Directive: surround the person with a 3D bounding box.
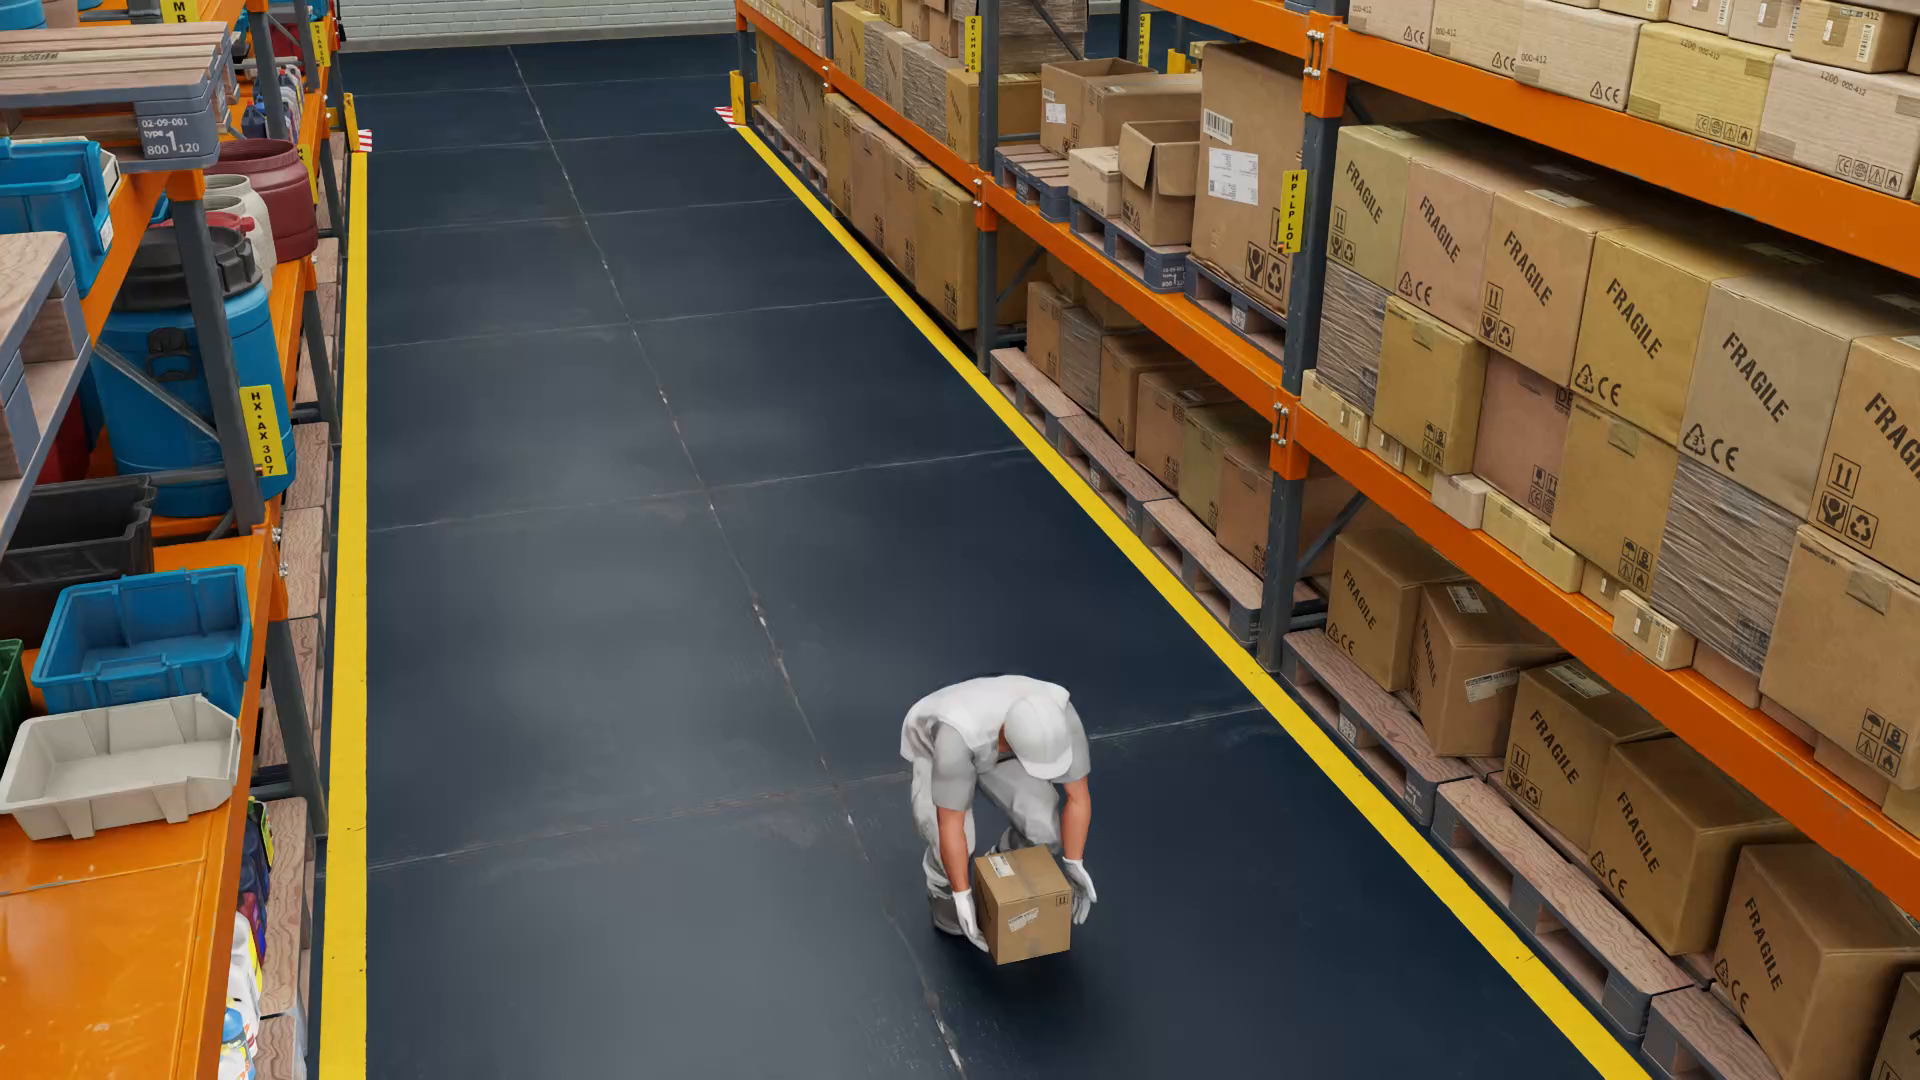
[{"bbox_3d":[0.121,0.847,5.674,0.573,1.074,0.858,-8,27,-16],"label":"person"}]
